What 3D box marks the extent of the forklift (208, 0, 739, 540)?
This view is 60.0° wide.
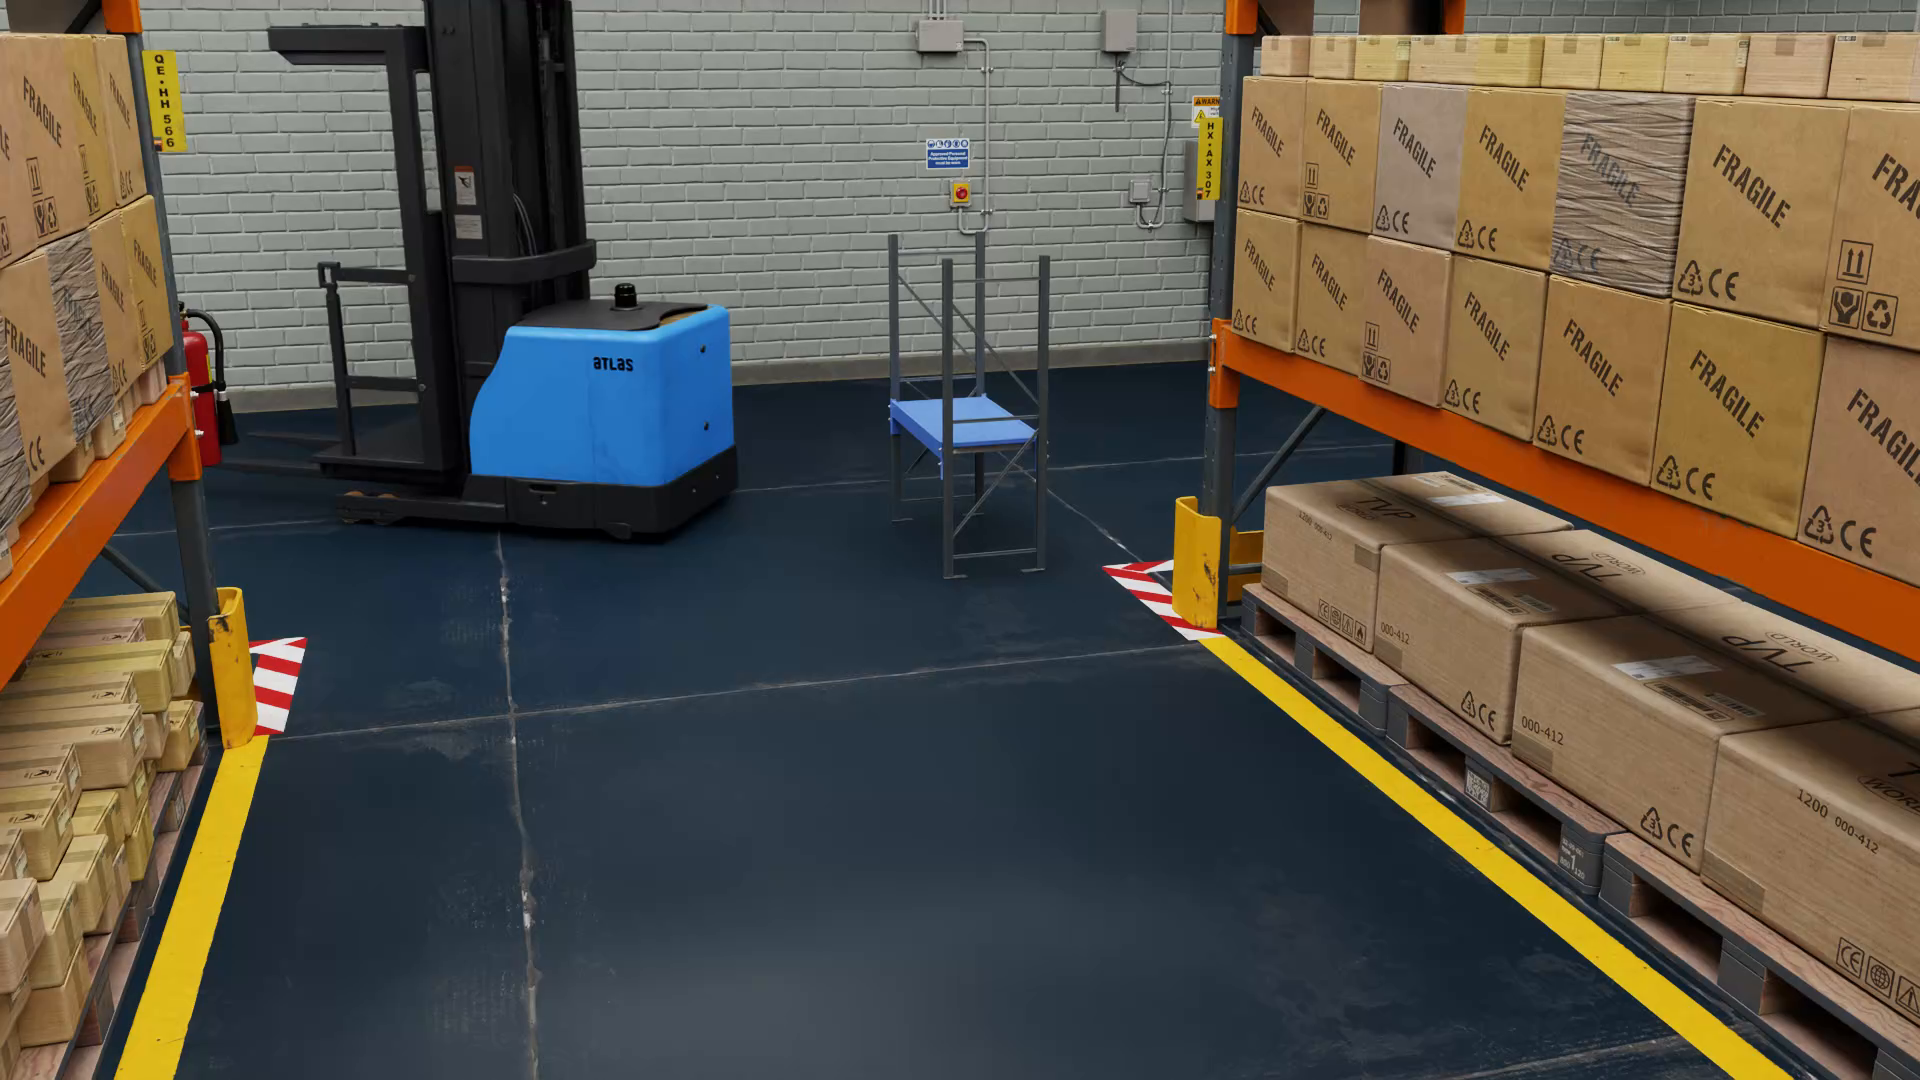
[{"bbox_3d":[-2.799,-1.619,8.747,3.031,2.935,1.130,4,17,14],"label":"forklift"}]

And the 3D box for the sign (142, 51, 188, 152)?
[{"bbox_3d":[-2.646,-1.459,5.535,0.100,0.325,0.005,-5,17,-15],"label":"sign"}]

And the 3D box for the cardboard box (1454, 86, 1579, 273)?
[{"bbox_3d":[1.840,-1.084,4.935,0.500,0.500,0.500,-5,17,-15],"label":"cardboard box"}]

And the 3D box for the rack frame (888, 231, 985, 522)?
[{"bbox_3d":[-0.116,-0.835,8.626,0.500,1.500,0.032,-5,17,-15],"label":"rack frame"}]

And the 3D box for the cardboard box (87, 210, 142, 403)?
[{"bbox_3d":[-2.677,-0.659,4.740,0.500,0.500,0.500,-5,17,-16],"label":"cardboard box"}]

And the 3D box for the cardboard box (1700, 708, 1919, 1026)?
[{"bbox_3d":[2.577,0.816,4.246,0.875,0.438,0.875,-5,17,-16],"label":"cardboard box"}]

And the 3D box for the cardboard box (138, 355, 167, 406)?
[{"bbox_3d":[-2.824,-0.527,5.429,0.380,0.149,0.250,-5,17,-15],"label":"cardboard box"}]

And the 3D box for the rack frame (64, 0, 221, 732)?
[{"bbox_3d":[-3.185,-0.715,5.619,1.000,3.000,0.127,-5,17,-15],"label":"rack frame"}]

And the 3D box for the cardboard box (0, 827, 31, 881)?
[{"bbox_3d":[-2.356,0.796,3.780,0.380,0.149,0.250,-5,18,-18],"label":"cardboard box"}]

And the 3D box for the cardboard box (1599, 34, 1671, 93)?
[{"bbox_3d":[1.965,-1.284,4.474,0.380,0.149,0.250,-5,17,-16],"label":"cardboard box"}]

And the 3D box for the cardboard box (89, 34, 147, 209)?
[{"bbox_3d":[-2.820,-1.278,5.062,0.500,0.500,0.500,-5,17,-16],"label":"cardboard box"}]

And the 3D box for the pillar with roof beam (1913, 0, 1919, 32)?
[{"bbox_3d":[2.305,-4.878,9.049,9.100,9.000,0.400,-5,17,-15],"label":"pillar with roof beam"}]

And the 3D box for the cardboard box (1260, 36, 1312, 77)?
[{"bbox_3d":[1.378,-1.852,6.364,0.380,0.149,0.250,-4,17,-14],"label":"cardboard box"}]

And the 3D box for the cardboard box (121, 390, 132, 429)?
[{"bbox_3d":[-2.708,-0.387,4.964,0.380,0.149,0.250,-5,17,-16],"label":"cardboard box"}]

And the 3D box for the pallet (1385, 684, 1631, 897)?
[{"bbox_3d":[2.173,0.753,5.579,1.003,0.211,1.213,-5,17,-15],"label":"pallet"}]

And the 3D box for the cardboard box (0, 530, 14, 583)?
[{"bbox_3d":[-2.258,0.047,3.519,0.380,0.149,0.250,-4,17,-13],"label":"cardboard box"}]

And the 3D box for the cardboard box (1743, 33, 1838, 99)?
[{"bbox_3d":[2.141,-1.145,4.012,0.380,0.149,0.250,-5,17,-16],"label":"cardboard box"}]

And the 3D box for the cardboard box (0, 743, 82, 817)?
[{"bbox_3d":[-2.485,0.654,4.251,0.380,0.149,0.250,-5,18,-17],"label":"cardboard box"}]

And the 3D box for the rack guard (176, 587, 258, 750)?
[{"bbox_3d":[-3.164,0.503,5.909,1.175,0.500,0.348,-5,17,-15],"label":"rack guard"}]

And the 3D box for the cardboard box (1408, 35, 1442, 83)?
[{"bbox_3d":[1.692,-1.564,5.406,0.380,0.149,0.250,-5,17,-15],"label":"cardboard box"}]

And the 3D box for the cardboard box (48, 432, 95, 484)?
[{"bbox_3d":[-2.571,-0.243,4.484,0.380,0.149,0.250,-6,18,-18],"label":"cardboard box"}]

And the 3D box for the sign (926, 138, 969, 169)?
[{"bbox_3d":[-0.089,-2.835,12.206,0.327,0.218,0.001,-5,17,-15],"label":"sign"}]

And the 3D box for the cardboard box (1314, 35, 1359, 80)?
[{"bbox_3d":[1.480,-1.704,5.872,0.380,0.149,0.250,-4,17,-14],"label":"cardboard box"}]

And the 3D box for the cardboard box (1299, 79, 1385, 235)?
[{"bbox_3d":[1.553,-1.364,5.866,0.500,0.500,0.500,-5,17,-17],"label":"cardboard box"}]

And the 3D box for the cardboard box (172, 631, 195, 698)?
[{"bbox_3d":[-2.765,0.430,5.515,0.380,0.149,0.250,-5,17,-17],"label":"cardboard box"}]

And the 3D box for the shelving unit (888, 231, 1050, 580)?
[{"bbox_3d":[0.023,-0.695,8.158,0.538,1.500,1.048,-5,17,-15],"label":"shelving unit"}]

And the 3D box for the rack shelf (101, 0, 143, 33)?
[{"bbox_3d":[-2.635,-1.254,3.449,1.077,0.370,4.000,-5,17,-15],"label":"rack shelf"}]

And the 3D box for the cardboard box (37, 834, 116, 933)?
[{"bbox_3d":[-2.311,0.862,4.076,0.380,0.149,0.250,-5,17,-15],"label":"cardboard box"}]

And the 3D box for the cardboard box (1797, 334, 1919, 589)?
[{"bbox_3d":[2.273,-0.184,3.677,0.500,0.500,0.500,-5,17,-15],"label":"cardboard box"}]

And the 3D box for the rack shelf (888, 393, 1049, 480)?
[{"bbox_3d":[0.023,-0.522,8.209,0.538,0.185,1.000,-5,17,-15],"label":"rack shelf"}]

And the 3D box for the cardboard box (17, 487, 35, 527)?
[{"bbox_3d":[-2.466,-0.092,3.980,0.380,0.149,0.250,-4,17,-14],"label":"cardboard box"}]

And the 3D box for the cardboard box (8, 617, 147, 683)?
[{"bbox_3d":[-2.782,0.365,5.216,0.380,0.149,0.250,-4,17,-14],"label":"cardboard box"}]

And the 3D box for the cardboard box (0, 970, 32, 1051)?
[{"bbox_3d":[-2.259,1.007,3.594,0.380,0.149,0.250,-4,17,-13],"label":"cardboard box"}]

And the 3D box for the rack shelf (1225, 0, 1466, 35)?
[{"bbox_3d":[2.096,-1.673,4.845,1.077,0.370,4.000,-5,17,-15],"label":"rack shelf"}]

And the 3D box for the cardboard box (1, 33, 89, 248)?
[{"bbox_3d":[-2.529,-0.994,4.119,0.500,0.500,0.500,-4,17,-12],"label":"cardboard box"}]

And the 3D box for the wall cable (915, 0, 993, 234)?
[{"bbox_3d":[-0.025,-3.194,12.051,0.585,1.953,0.123,-5,17,-15],"label":"wall cable"}]

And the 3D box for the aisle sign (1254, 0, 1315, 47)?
[{"bbox_3d":[1.248,-2.377,6.631,0.394,0.787,0.004,-5,17,-15],"label":"aisle sign"}]

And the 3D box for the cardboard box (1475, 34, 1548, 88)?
[{"bbox_3d":[1.764,-1.420,4.925,0.380,0.149,0.250,-5,17,-17],"label":"cardboard box"}]

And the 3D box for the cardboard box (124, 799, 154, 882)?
[{"bbox_3d":[-2.471,0.854,4.621,0.380,0.149,0.250,-6,18,-18],"label":"cardboard box"}]

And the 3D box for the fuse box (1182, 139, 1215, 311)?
[{"bbox_3d":[2.035,-2.201,12.805,0.539,1.711,0.414,-5,17,-15],"label":"fuse box"}]

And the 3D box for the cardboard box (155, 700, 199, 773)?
[{"bbox_3d":[-2.672,0.641,5.329,0.380,0.149,0.250,-4,17,-14],"label":"cardboard box"}]

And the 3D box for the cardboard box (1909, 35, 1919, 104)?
[{"bbox_3d":[2.287,-1.007,3.551,0.380,0.149,0.250,-4,17,-14],"label":"cardboard box"}]

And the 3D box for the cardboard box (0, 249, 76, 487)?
[{"bbox_3d":[-2.402,-0.381,3.814,0.500,0.500,0.500,-4,17,-12],"label":"cardboard box"}]

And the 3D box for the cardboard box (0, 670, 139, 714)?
[{"bbox_3d":[-2.578,0.503,4.756,0.380,0.149,0.250,-5,18,-17],"label":"cardboard box"}]

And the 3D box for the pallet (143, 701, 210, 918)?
[{"bbox_3d":[-2.975,0.869,5.193,1.003,0.211,1.213,-5,17,-15],"label":"pallet"}]

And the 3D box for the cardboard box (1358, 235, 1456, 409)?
[{"bbox_3d":[1.691,-0.747,5.551,0.500,0.500,0.500,-5,17,-16],"label":"cardboard box"}]

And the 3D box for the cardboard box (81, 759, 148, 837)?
[{"bbox_3d":[-2.466,0.716,4.564,0.380,0.149,0.250,-4,17,-14],"label":"cardboard box"}]

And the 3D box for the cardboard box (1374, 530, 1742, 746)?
[{"bbox_3d":[2.084,0.319,5.901,0.875,0.438,0.875,-4,17,-14],"label":"cardboard box"}]

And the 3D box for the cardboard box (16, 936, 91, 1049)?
[{"bbox_3d":[-2.272,1.074,3.889,0.380,0.149,0.250,-5,17,-17],"label":"cardboard box"}]

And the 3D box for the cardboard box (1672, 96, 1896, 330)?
[{"bbox_3d":[2.119,-0.805,4.005,0.500,0.500,0.500,-5,17,-16],"label":"cardboard box"}]

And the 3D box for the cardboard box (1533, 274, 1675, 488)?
[{"bbox_3d":[1.974,-0.464,4.608,0.500,0.500,0.500,-5,17,-16],"label":"cardboard box"}]

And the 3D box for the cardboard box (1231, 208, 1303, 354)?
[{"bbox_3d":[1.403,-1.027,6.483,0.500,0.500,0.500,-5,17,-16],"label":"cardboard box"}]
